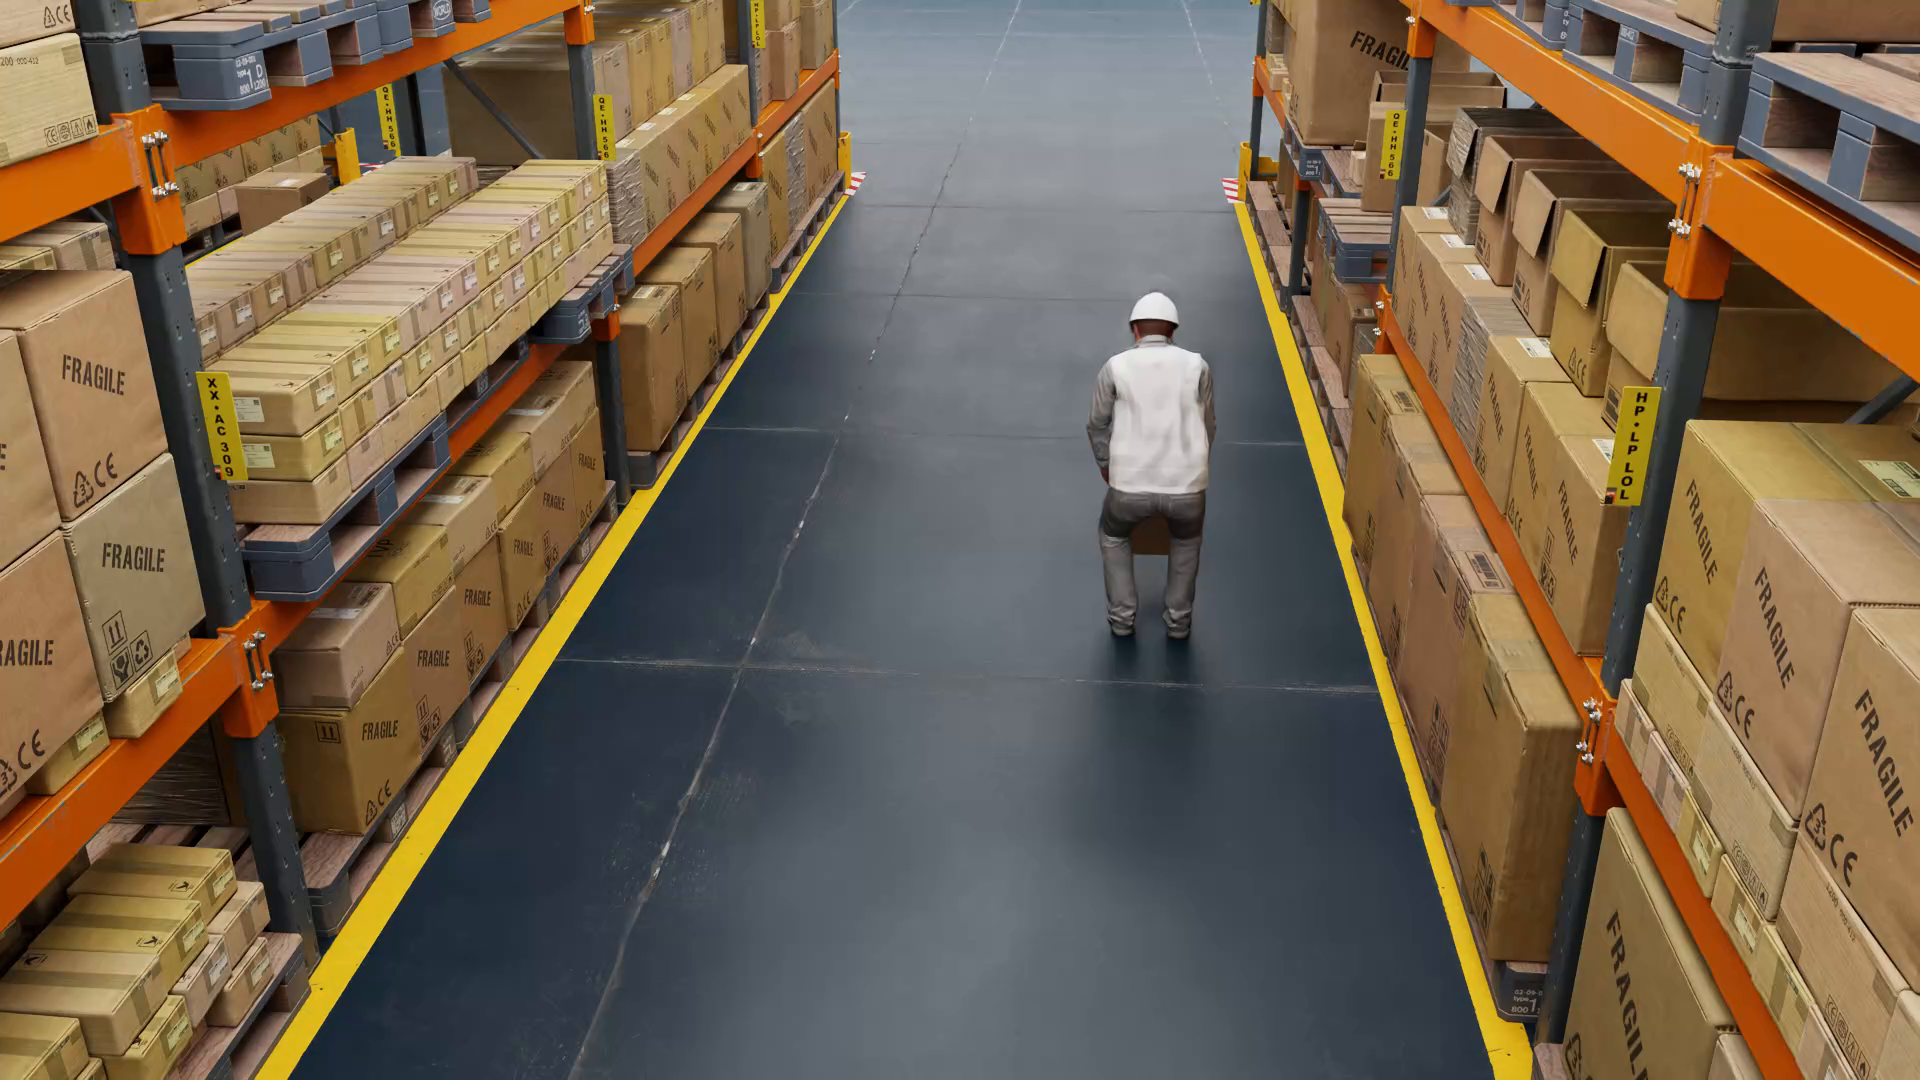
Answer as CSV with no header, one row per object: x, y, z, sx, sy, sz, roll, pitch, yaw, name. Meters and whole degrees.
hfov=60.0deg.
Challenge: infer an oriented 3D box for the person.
0.862,-0.315,7.569,0.589,1.534,0.693,2,24,5,person
